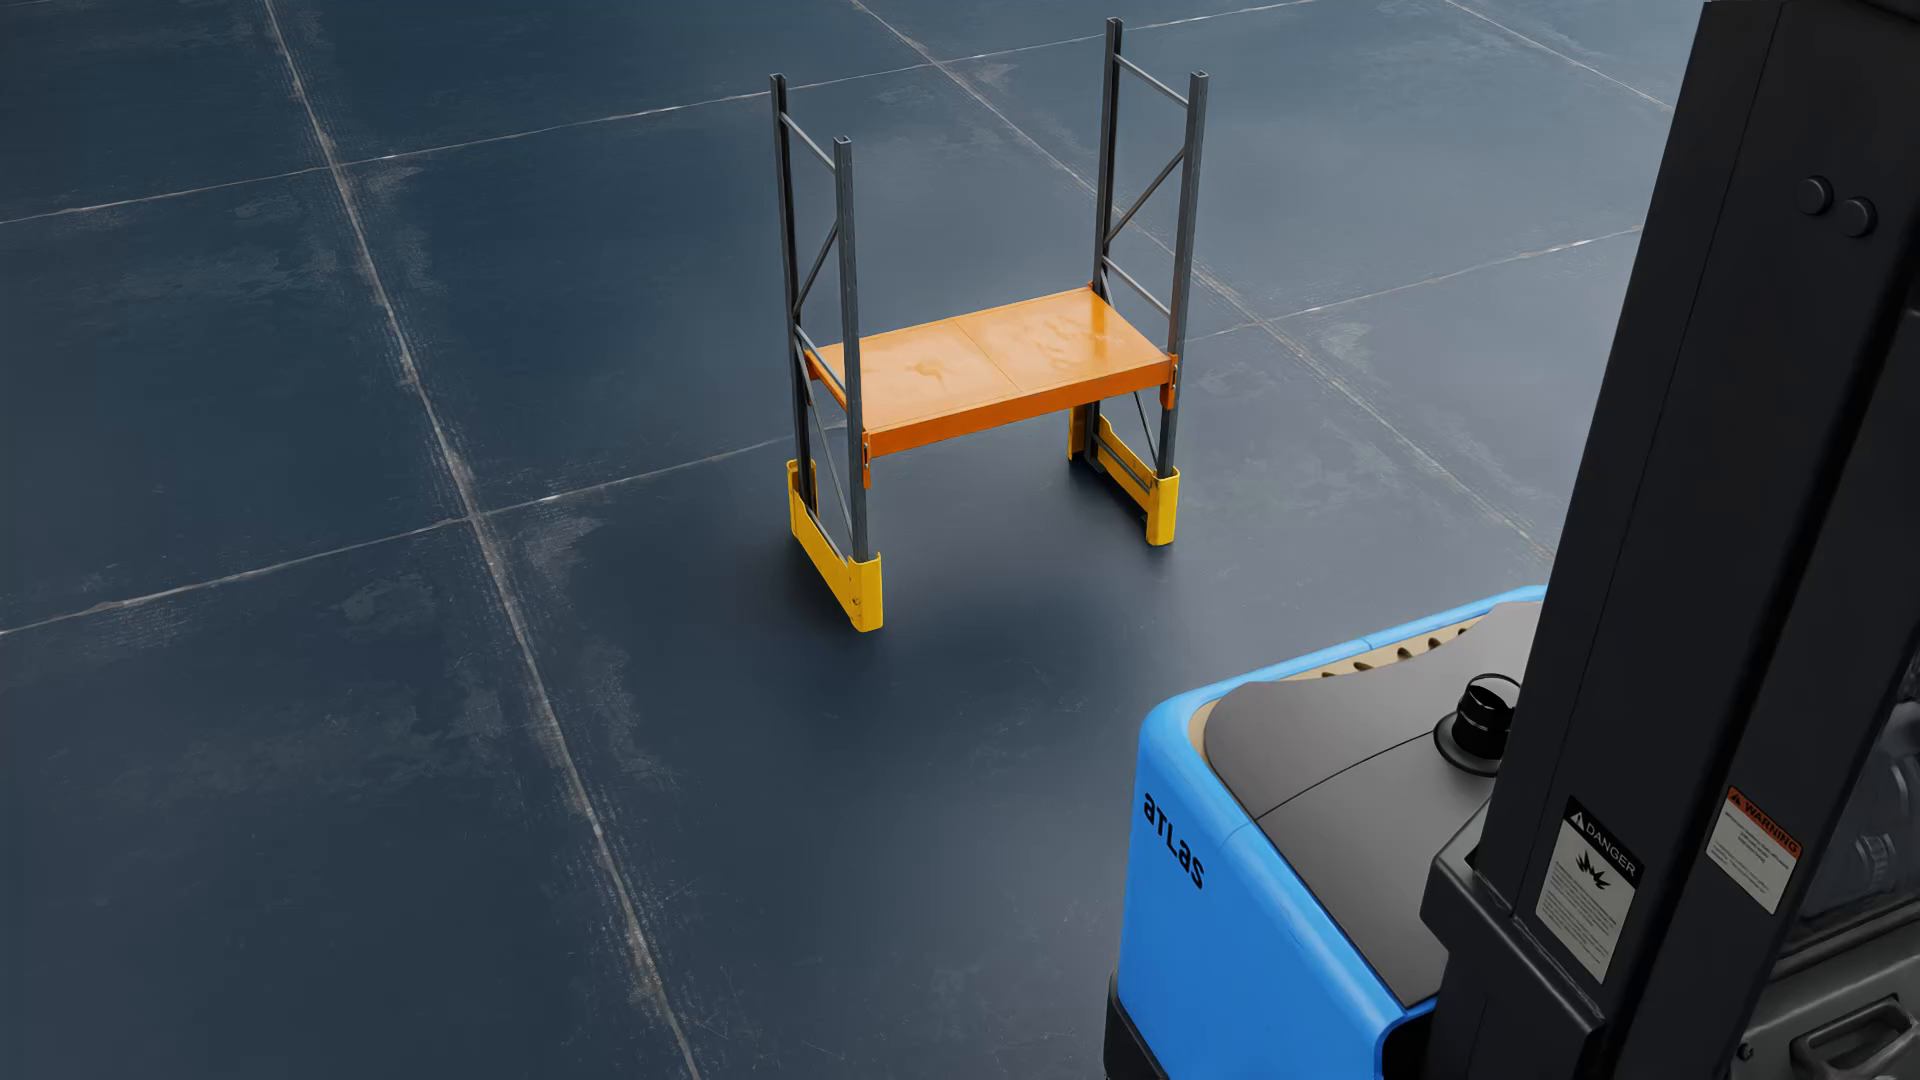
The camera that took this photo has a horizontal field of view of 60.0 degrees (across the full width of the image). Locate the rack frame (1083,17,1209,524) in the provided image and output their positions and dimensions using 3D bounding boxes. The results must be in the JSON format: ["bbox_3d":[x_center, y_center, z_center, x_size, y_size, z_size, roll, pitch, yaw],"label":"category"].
[{"bbox_3d":[0.537,-0.753,5.006,0.032,1.500,0.500,-16,39,-20],"label":"rack frame"}]

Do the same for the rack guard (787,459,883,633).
[{"bbox_3d":[-0.382,0.006,5.032,0.087,0.250,0.587,-16,39,-20],"label":"rack guard"}]

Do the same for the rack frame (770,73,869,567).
[{"bbox_3d":[-0.383,-0.495,4.659,0.032,1.500,0.500,-16,39,-20],"label":"rack frame"}]

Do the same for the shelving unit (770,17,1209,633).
[{"bbox_3d":[0.069,-0.622,4.829,1.083,1.500,0.587,-16,39,-20],"label":"shelving unit"}]

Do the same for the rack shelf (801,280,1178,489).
[{"bbox_3d":[0.077,-0.480,4.939,1.000,0.185,0.538,-16,39,-20],"label":"rack shelf"}]

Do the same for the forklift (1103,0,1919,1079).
[{"bbox_3d":[1.372,0.674,1.881,1.130,2.935,3.031,-15,39,-19],"label":"forklift"}]

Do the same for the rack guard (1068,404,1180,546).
[{"bbox_3d":[0.520,-0.246,5.371,0.087,0.250,0.587,-16,39,-20],"label":"rack guard"}]
